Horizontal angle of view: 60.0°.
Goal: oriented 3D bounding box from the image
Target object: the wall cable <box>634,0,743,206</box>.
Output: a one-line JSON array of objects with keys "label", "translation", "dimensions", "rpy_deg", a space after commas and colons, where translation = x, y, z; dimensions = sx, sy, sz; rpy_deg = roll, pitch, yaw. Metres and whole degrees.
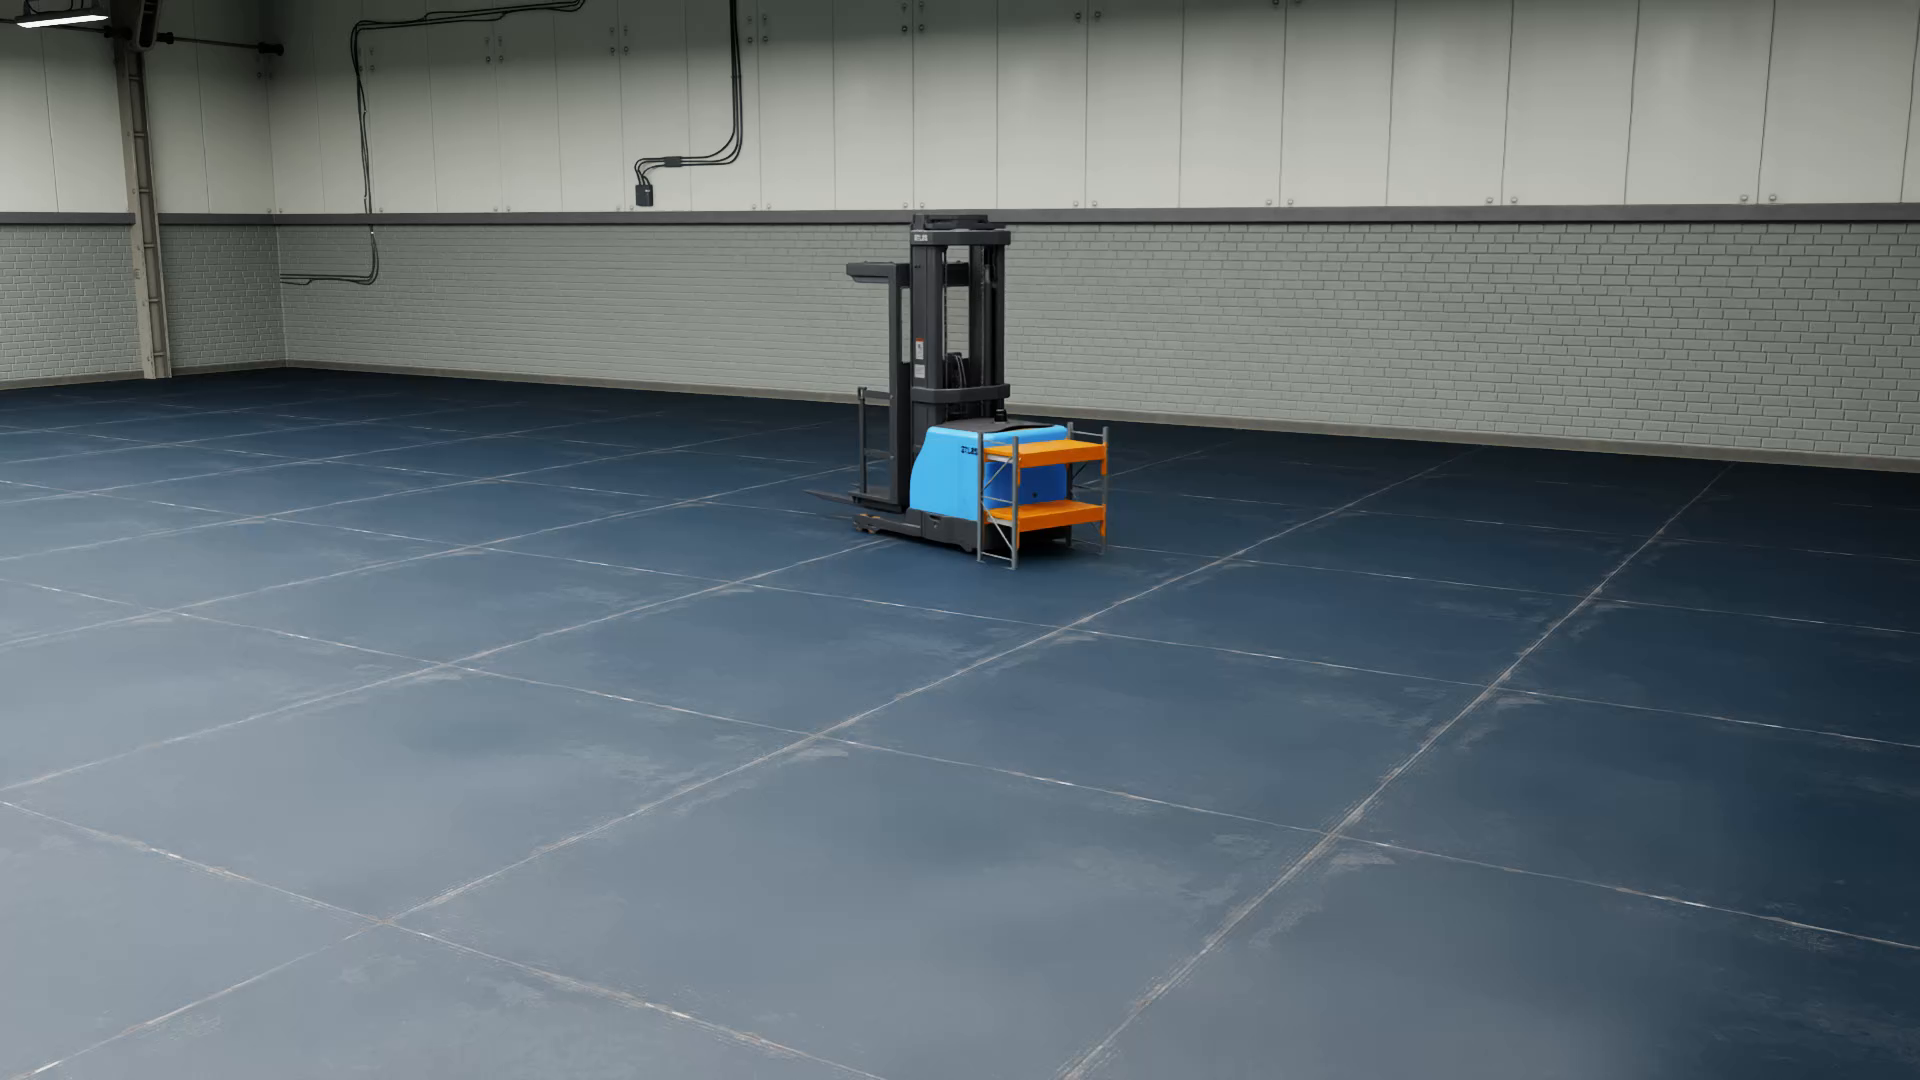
[{"label": "wall cable", "translation": [-4.604, -8.631, 27.658], "dimensions": [2.305, 6.003, 0.169], "rpy_deg": [6, 12, 31]}]

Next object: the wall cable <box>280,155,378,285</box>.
[{"label": "wall cable", "translation": [-12.709, -6.343, 33.114], "dimensions": [3.097, 2.526, 0.112], "rpy_deg": [6, 12, 31]}]

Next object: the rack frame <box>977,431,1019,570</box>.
[{"label": "rack frame", "translation": [0.316, -0.336, 13.987], "dimensions": [0.032, 1.125, 0.500], "rpy_deg": [-8, 13, -38]}]

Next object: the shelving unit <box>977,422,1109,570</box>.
[{"label": "shelving unit", "translation": [0.715, -0.394, 14.297], "dimensions": [1.048, 1.125, 0.538], "rpy_deg": [-8, 13, -38]}]

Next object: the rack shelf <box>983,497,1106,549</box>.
[{"label": "rack shelf", "translation": [0.715, -0.154, 14.342], "dimensions": [1.000, 0.278, 0.538], "rpy_deg": [-8, 13, -38]}]

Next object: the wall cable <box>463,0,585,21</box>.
[{"label": "wall cable", "translation": [-7.752, -10.507, 29.271], "dimensions": [3.097, 2.526, 0.112], "rpy_deg": [6, 12, 31]}]

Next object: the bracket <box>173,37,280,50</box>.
[{"label": "bracket", "translation": [-13.926, -9.613, 32.360], "dimensions": [0.076, 0.066, 3.189], "rpy_deg": [6, 12, 31]}]

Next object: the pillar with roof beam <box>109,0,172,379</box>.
[{"label": "pillar with roof beam", "translation": [-11.690, -7.121, 28.832], "dimensions": [9.100, 9.000, 0.548], "rpy_deg": [6, 12, 31]}]

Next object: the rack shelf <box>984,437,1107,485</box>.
[{"label": "rack shelf", "translation": [0.716, -0.682, 14.243], "dimensions": [1.000, 0.278, 0.538], "rpy_deg": [-8, 13, -38]}]

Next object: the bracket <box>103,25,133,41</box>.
[{"label": "bracket", "translation": [-15.281, -9.202, 30.168], "dimensions": [0.235, 0.232, 0.430], "rpy_deg": [6, 12, 31]}]

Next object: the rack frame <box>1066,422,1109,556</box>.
[{"label": "rack frame", "translation": [1.114, -0.452, 14.606], "dimensions": [0.032, 1.125, 0.500], "rpy_deg": [-8, 13, -38]}]

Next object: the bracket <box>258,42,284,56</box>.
[{"label": "bracket", "translation": [-13.620, -9.705, 32.856], "dimensions": [0.235, 0.232, 0.430], "rpy_deg": [6, 12, 31]}]

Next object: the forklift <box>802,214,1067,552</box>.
[{"label": "forklift", "translation": [-0.360, -1.552, 15.573], "dimensions": [1.130, 2.935, 3.031], "rpy_deg": [-9, 14, -40]}]

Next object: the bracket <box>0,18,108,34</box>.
[{"label": "bracket", "translation": [-16.619, -8.797, 28.003], "dimensions": [0.076, 0.066, 4.783], "rpy_deg": [6, 12, 31]}]

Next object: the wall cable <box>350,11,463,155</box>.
[{"label": "wall cable", "translation": [-10.397, -8.567, 31.269], "dimensions": [3.097, 2.526, 0.112], "rpy_deg": [6, 12, 31]}]

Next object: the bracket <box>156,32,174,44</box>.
[{"label": "bracket", "translation": [-14.850, -9.333, 30.865], "dimensions": [0.235, 0.232, 0.430], "rpy_deg": [6, 12, 31]}]

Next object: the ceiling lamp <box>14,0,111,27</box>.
[{"label": "ceiling lamp", "translation": [-13.316, -9.340, 24.822], "dimensions": [2.000, 3.185, 0.800], "rpy_deg": [6, 12, 31]}]
